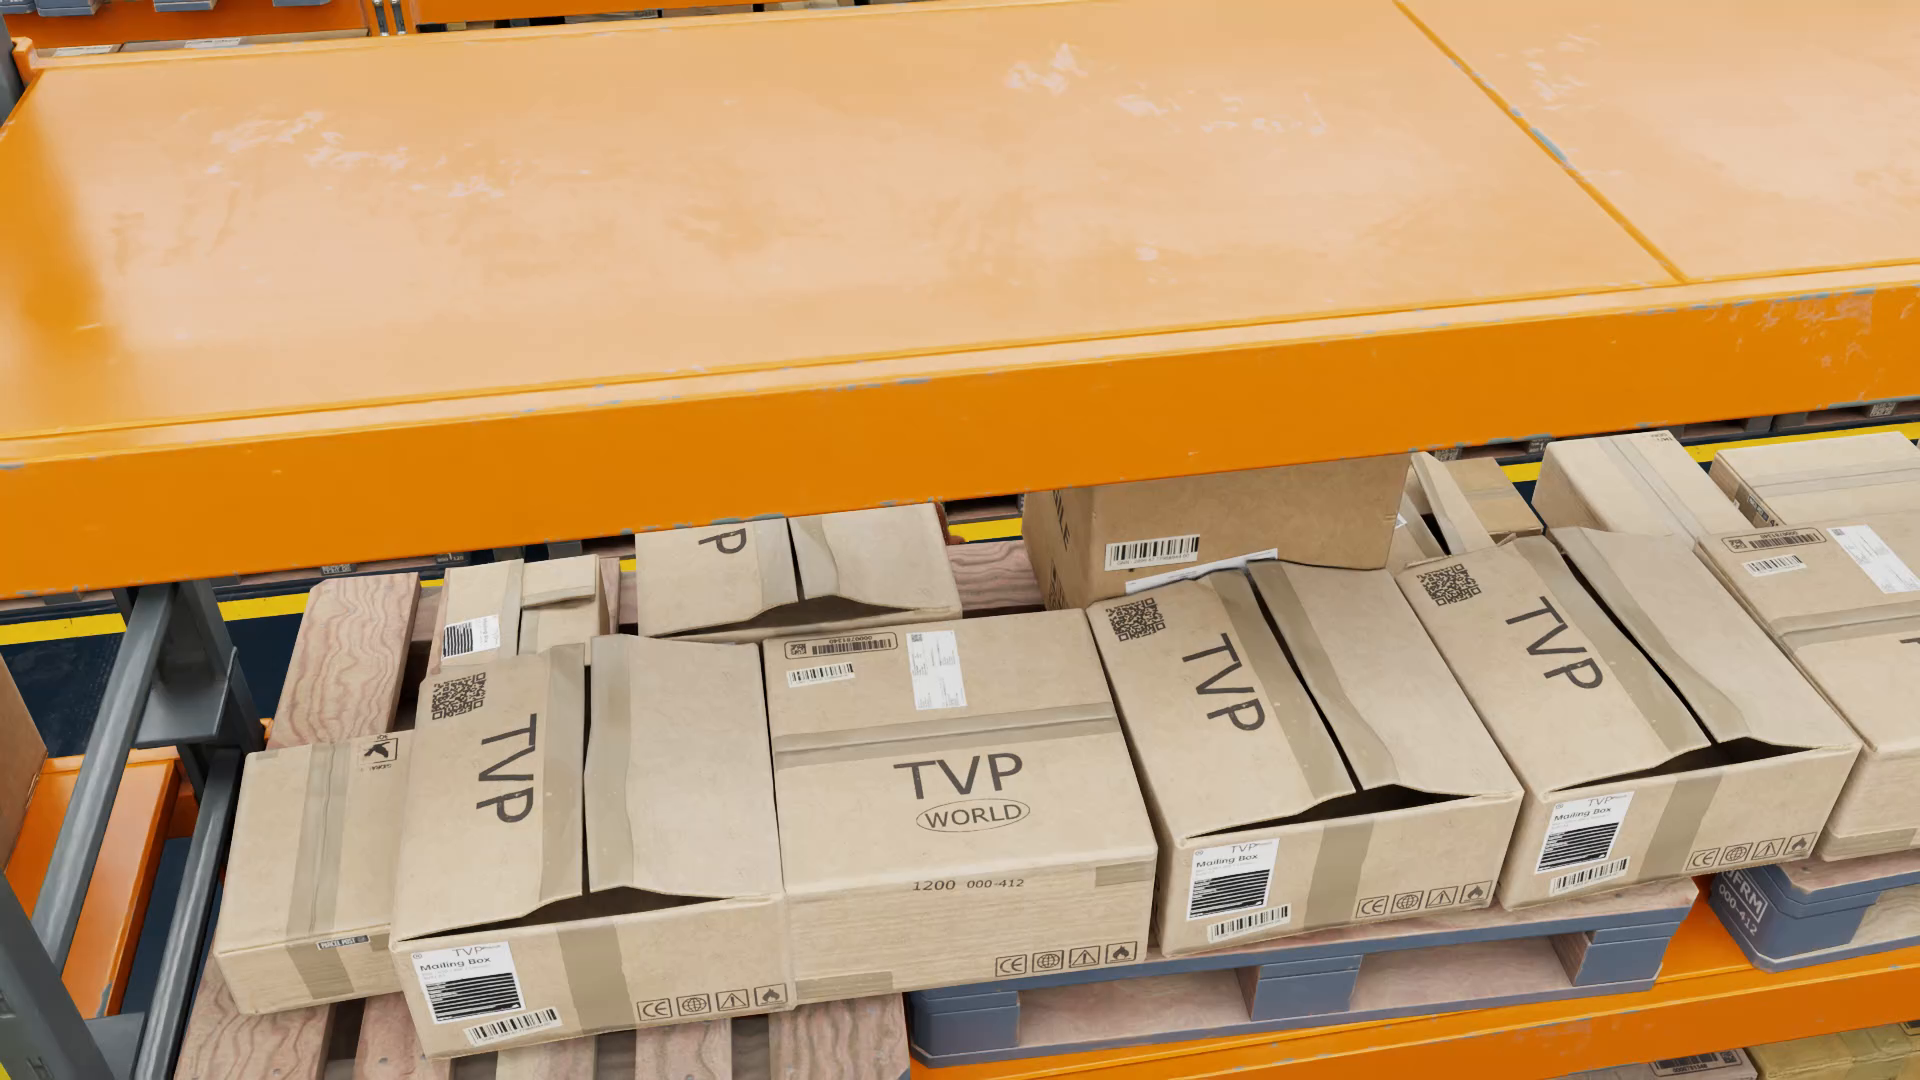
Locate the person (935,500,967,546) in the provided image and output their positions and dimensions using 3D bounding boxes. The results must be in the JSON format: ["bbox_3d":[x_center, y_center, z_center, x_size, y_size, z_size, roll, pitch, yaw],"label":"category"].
[{"bbox_3d":[-0.154,-0.115,6.831,0.491,1.696,0.598,-5,39,-7],"label":"person"}]
